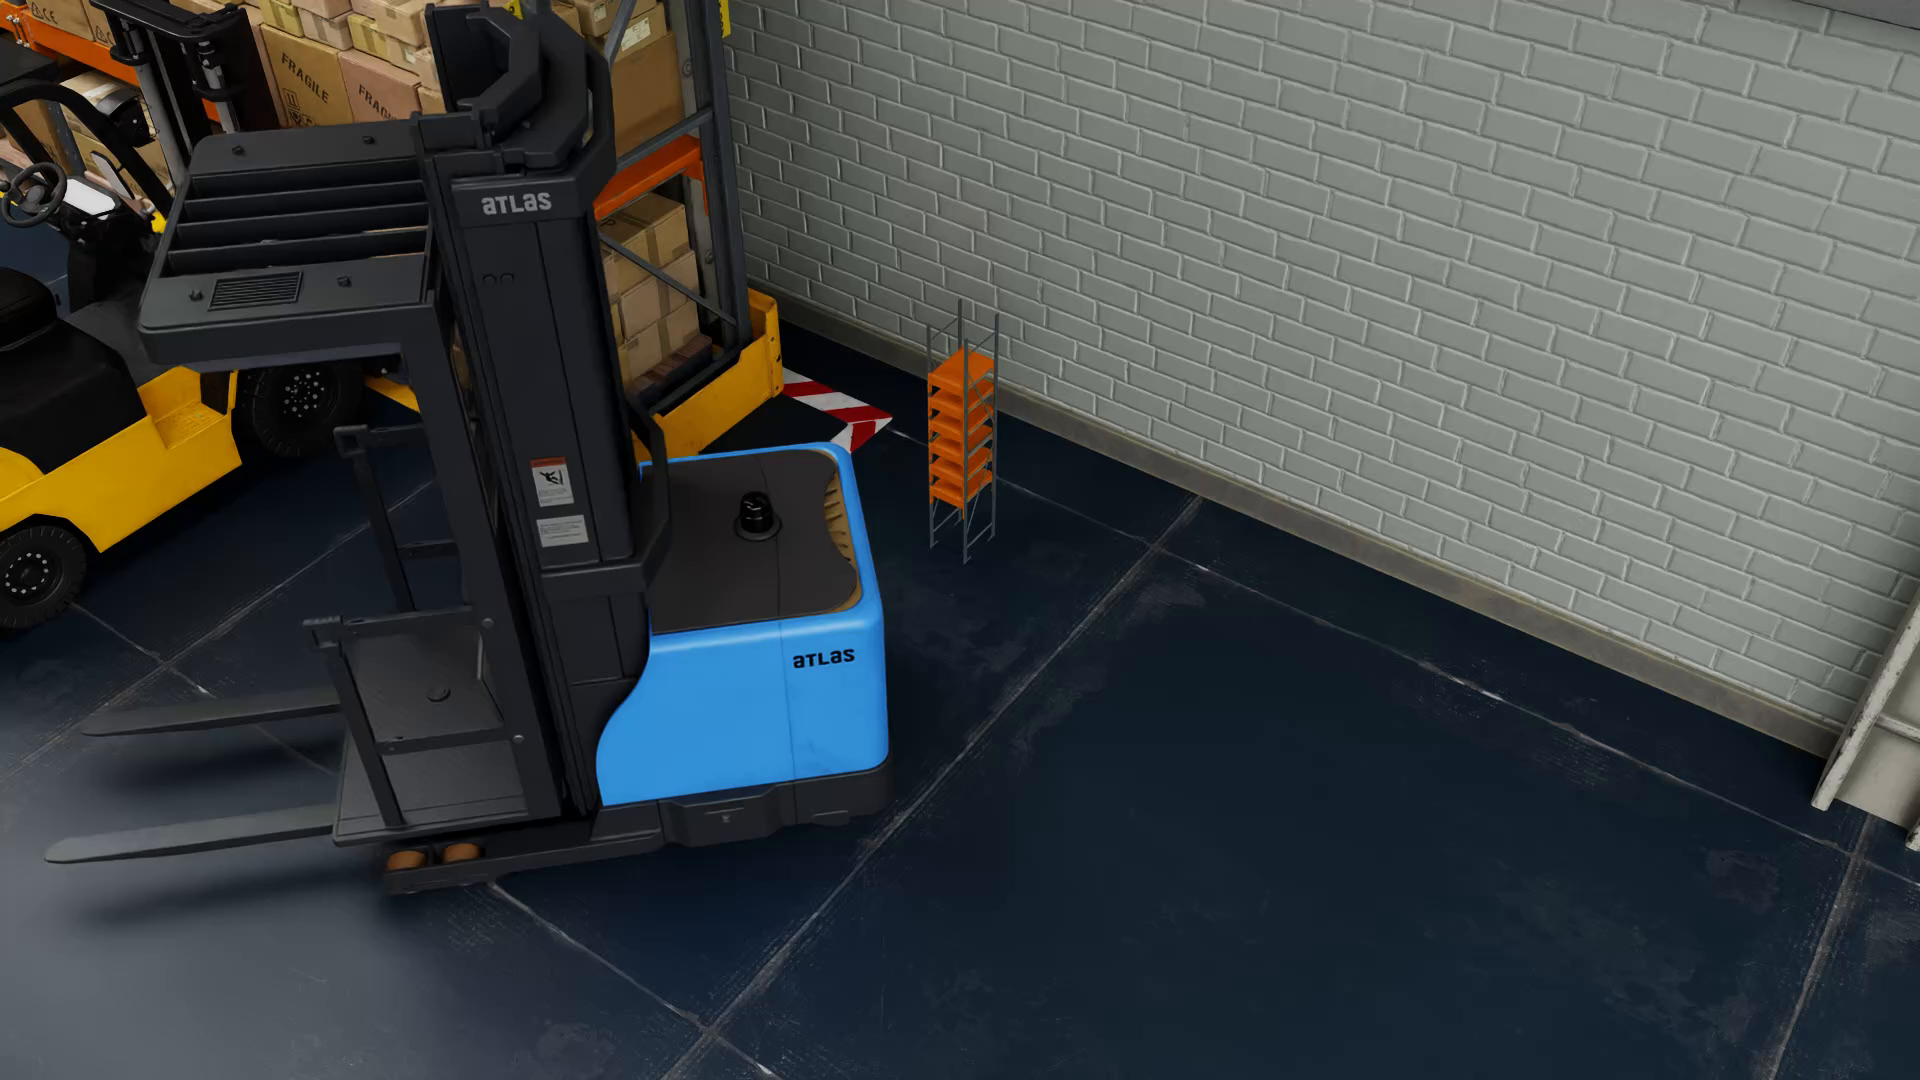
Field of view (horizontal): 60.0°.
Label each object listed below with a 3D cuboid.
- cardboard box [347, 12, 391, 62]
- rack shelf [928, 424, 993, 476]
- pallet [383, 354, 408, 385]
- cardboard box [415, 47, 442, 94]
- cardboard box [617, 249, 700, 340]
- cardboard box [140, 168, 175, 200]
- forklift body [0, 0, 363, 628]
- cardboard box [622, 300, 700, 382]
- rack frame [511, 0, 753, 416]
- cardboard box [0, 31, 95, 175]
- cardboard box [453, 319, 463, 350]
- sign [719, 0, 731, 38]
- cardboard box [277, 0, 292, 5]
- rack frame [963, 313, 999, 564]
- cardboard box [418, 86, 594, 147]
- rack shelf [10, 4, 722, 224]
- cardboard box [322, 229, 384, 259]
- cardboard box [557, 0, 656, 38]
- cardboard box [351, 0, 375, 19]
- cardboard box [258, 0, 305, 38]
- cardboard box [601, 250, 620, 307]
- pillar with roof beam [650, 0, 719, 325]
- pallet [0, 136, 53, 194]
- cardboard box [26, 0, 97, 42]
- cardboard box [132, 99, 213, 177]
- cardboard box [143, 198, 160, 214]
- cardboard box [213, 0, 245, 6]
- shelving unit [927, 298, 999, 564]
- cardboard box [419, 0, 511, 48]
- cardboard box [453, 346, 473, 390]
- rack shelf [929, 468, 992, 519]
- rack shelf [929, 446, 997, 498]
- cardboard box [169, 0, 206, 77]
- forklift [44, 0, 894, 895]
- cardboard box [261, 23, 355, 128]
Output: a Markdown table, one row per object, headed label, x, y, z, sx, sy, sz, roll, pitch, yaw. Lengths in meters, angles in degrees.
| label | x | y | z | sx | sy | sz | roll | pitch | yaw |
| --- | --- | --- | --- | --- | --- | --- | --- | --- | --- |
| cardboard box | -2.399 | -2.226 | 7.175 | 0.250 | 0.149 | 0.380 | 25 | 47 | 25 |
| rack shelf | 0.012 | -0.408 | 7.122 | 0.180 | 0.103 | 0.258 | 25 | 48 | 25 |
| pallet | -2.999 | -1.350 | 8.849 | 1.213 | 0.211 | 1.003 | 25 | 48 | 25 |
| cardboard box | -2.025 | -1.992 | 6.914 | 0.250 | 0.149 | 0.380 | 26 | 48 | 26 |
| cardboard box | -1.620 | -1.263 | 8.033 | 0.500 | 0.250 | 0.500 | 26 | 48 | 26 |
| cardboard box | -3.997 | -1.956 | 8.807 | 0.500 | 0.250 | 0.500 | 25 | 47 | 25 |
| forklift body | -3.954 | -1.065 | 7.076 | 1.214 | 2.155 | 2.313 | 25 | 48 | 25 |
| cardboard box | -1.644 | -1.078 | 8.201 | 0.500 | 0.250 | 0.500 | 25 | 48 | 25 |
| rack frame | -1.354 | -1.652 | 7.095 | 0.127 | 3.000 | 1.000 | 25 | 48 | 25 |
| cardboard box | -5.063 | -2.648 | 9.674 | 0.625 | 0.625 | 0.875 | 27 | 48 | 27 |
| cardboard box | -2.337 | -1.183 | 7.943 | 0.500 | 0.250 | 0.500 | 25 | 47 | 25 |
| sign | -1.031 | -2.304 | 7.116 | 0.005 | 0.325 | 0.100 | 25 | 48 | 25 |
| cardboard box | -2.871 | -2.497 | 7.255 | 0.250 | 0.149 | 0.380 | 26 | 48 | 26 |
| rack frame | 0.087 | -0.407 | 7.053 | 0.006 | 1.200 | 0.240 | 25 | 48 | 25 |
| cardboard box | -1.908 | -1.734 | 7.112 | 0.500 | 0.500 | 0.500 | 24 | 47 | 24 |
| rack shelf | -2.992 | -2.149 | 8.190 | 4.000 | 0.370 | 1.077 | 25 | 48 | 25 |
| cardboard box | -2.751 | -1.542 | 7.969 | 0.500 | 0.250 | 0.500 | 26 | 48 | 26 |
| cardboard box | -1.507 | -2.287 | 7.020 | 0.250 | 0.149 | 0.380 | 24 | 47 | 25 |
| cardboard box | -2.379 | -2.362 | 7.104 | 0.250 | 0.149 | 0.380 | 25 | 48 | 26 |
| cardboard box | -2.863 | -2.388 | 7.356 | 0.250 | 0.149 | 0.380 | 25 | 48 | 26 |
| cardboard box | -1.910 | -1.162 | 7.545 | 0.500 | 0.250 | 0.500 | 27 | 48 | 27 |
| pillar with roof beam | -3.879 | -2.296 | 3.315 | 0.400 | 9.000 | 9.100 | 25 | 48 | 25 |
| pallet | -5.255 | -2.405 | 10.027 | 1.213 | 0.211 | 1.003 | 25 | 48 | 25 |
| cardboard box | -4.416 | -2.908 | 8.424 | 0.500 | 0.500 | 0.500 | 24 | 47 | 24 |
| cardboard box | -4.000 | -2.130 | 8.626 | 0.500 | 0.250 | 0.500 | 25 | 48 | 25 |
| cardboard box | -3.999 | -1.763 | 8.966 | 0.500 | 0.250 | 0.500 | 24 | 47 | 24 |
| cardboard box | -3.265 | -2.594 | 7.586 | 0.250 | 0.149 | 0.380 | 24 | 47 | 25 |
| shelving unit | 0.012 | -0.442 | 7.092 | 0.189 | 1.200 | 0.258 | 25 | 48 | 25 |
| cardboard box | -1.988 | -2.141 | 6.857 | 0.250 | 0.149 | 0.380 | 25 | 48 | 25 |
| cardboard box | -2.322 | -0.986 | 8.098 | 0.500 | 0.250 | 0.500 | 25 | 48 | 25 |
| rack shelf | 0.012 | -0.230 | 7.282 | 0.180 | 0.103 | 0.258 | 25 | 48 | 25 |
| rack shelf | 0.012 | -0.319 | 7.202 | 0.180 | 0.103 | 0.258 | 25 | 48 | 25 |
| cardboard box | -3.565 | -2.524 | 7.995 | 0.500 | 0.500 | 0.500 | 25 | 47 | 25 |
| forklift | -1.817 | -0.187 | 5.510 | 3.031 | 2.935 | 1.130 | -7 | 42 | -8 |
| cardboard box | -2.747 | -2.134 | 7.558 | 0.500 | 0.500 | 0.500 | 24 | 47 | 25 |
